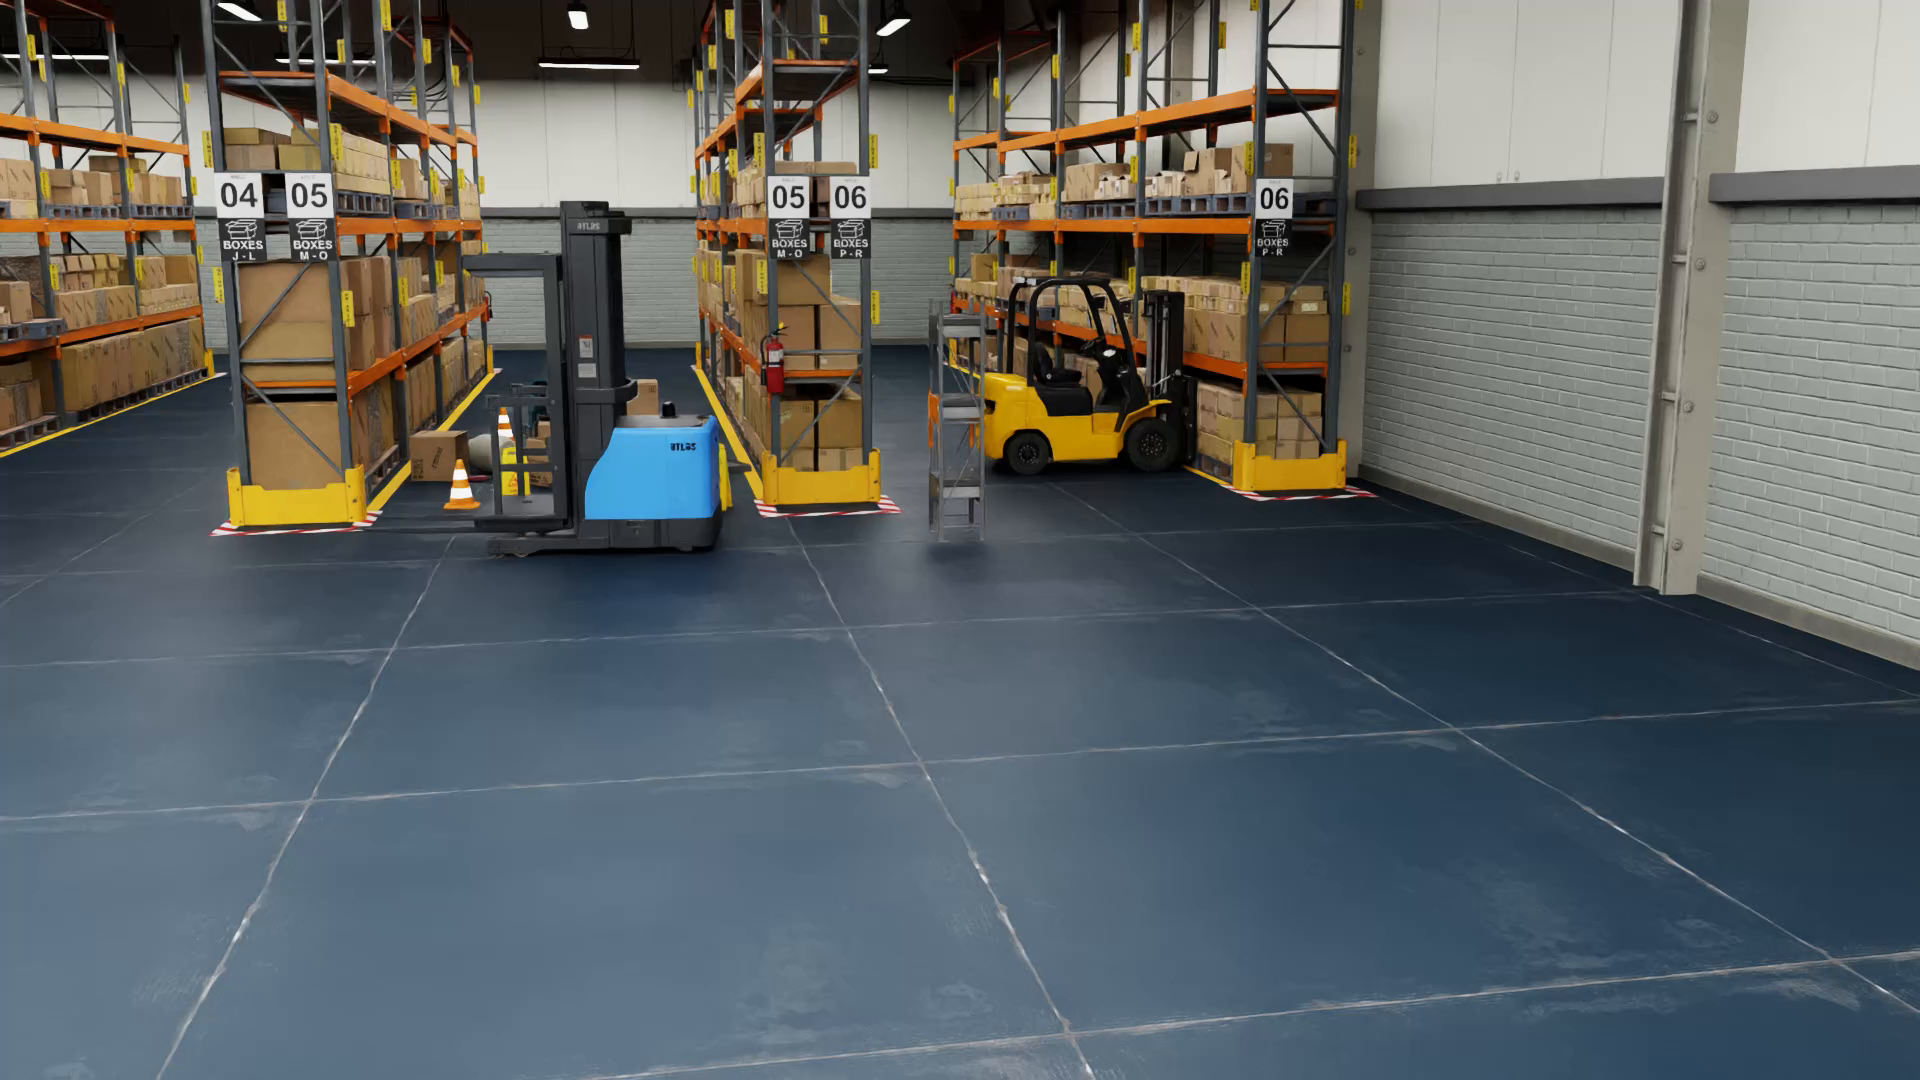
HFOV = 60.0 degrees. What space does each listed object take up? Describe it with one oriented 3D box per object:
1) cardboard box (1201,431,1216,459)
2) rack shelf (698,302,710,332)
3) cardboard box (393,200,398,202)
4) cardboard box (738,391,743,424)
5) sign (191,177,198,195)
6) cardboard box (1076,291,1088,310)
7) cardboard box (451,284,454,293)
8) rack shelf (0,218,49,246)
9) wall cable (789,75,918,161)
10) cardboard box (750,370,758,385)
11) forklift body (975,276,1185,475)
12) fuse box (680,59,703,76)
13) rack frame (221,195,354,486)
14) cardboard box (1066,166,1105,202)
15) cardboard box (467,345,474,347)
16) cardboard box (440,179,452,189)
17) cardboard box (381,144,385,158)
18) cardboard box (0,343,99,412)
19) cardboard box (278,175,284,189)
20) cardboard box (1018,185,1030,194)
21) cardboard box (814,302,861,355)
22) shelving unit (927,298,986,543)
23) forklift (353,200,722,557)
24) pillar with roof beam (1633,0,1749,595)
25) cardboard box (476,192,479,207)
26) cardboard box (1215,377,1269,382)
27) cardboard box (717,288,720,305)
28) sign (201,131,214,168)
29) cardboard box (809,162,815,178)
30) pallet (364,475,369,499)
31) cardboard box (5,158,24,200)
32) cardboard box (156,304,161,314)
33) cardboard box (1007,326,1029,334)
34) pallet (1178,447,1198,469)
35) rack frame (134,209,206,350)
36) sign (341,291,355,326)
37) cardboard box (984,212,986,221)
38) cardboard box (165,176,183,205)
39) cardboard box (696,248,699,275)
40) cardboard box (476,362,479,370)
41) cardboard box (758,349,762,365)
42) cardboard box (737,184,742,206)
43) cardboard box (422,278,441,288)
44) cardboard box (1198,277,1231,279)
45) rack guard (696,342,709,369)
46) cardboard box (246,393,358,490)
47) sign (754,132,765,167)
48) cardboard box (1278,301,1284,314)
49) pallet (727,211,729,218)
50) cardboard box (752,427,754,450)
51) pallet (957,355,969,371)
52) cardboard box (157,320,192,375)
[{"bbox_3d":[2.999,-1.061,18.479,0.500,0.250,0.500,-2,11,-11],"label":"cardboard box"},{"bbox_3d":[-4.103,-4.072,29.994,1.077,0.370,4.000,-2,11,-11],"label":"rack shelf"},{"bbox_3d":[-8.133,-4.745,23.314,0.500,0.500,0.500,-2,11,-11],"label":"cardboard box"},{"bbox_3d":[-2.406,-1.735,21.694,0.950,0.372,0.625,-1,11,-7],"label":"cardboard box"},{"bbox_3d":[-13.678,-6.319,29.695,0.100,0.325,0.005,-2,11,-11],"label":"sign"},{"bbox_3d":[1.959,-3.400,23.600,0.500,0.250,0.500,-2,11,-12],"label":"cardboard box"},{"bbox_3d":[-8.227,-3.975,26.313,0.380,0.149,0.250,-2,11,-11],"label":"cardboard box"},{"bbox_3d":[-12.268,-3.718,20.111,1.077,0.370,4.000,-2,11,-11],"label":"rack shelf"},{"bbox_3d":[-2.397,-8.912,37.354,2.988,3.039,0.133,-2,11,-11],"label":"wall cable"},{"bbox_3d":[-2.186,-1.848,18.872,0.380,0.149,0.250,-1,11,-8],"label":"cardboard box"},{"bbox_3d":[1.329,-1.904,18.946,2.313,2.155,1.214,-2,11,-11],"label":"forklift body"},{"bbox_3d":[-5.855,-10.331,36.349,0.513,0.334,0.176,-2,11,-11],"label":"fuse box"},{"bbox_3d":[-6.216,-1.660,15.393,1.000,3.000,0.127,-2,11,-11],"label":"rack frame"},{"bbox_3d":[1.834,-5.143,24.014,0.500,0.500,0.500,-2,11,-11],"label":"cardboard box"},{"bbox_3d":[-8.693,-3.317,29.010,0.380,0.149,0.250,-2,11,-11],"label":"cardboard box"},{"bbox_3d":[-8.369,-5.764,26.933,0.380,0.149,0.250,-2,11,-12],"label":"cardboard box"},{"bbox_3d":[-6.562,-4.289,18.332,0.380,0.149,0.250,-2,11,-11],"label":"cardboard box"},{"bbox_3d":[-12.771,-2.255,23.080,1.225,0.875,0.875,-3,11,-14],"label":"cardboard box"},{"bbox_3d":[-6.761,-3.453,16.077,0.380,0.149,0.250,-2,11,-10],"label":"cardboard box"},{"bbox_3d":[1.139,-5.641,26.774,0.380,0.149,0.250,-2,11,-11],"label":"cardboard box"},{"bbox_3d":[-1.201,-2.150,16.909,0.500,0.500,0.500,-2,11,-12],"label":"cardboard box"},{"bbox_3d":[-0.032,-1.062,14.660,0.431,2.100,0.503,-2,11,-11],"label":"shelving unit"},{"bbox_3d":[-3.623,-1.396,14.193,3.031,2.935,1.130,-1,11,-4],"label":"forklift"},{"bbox_3d":[1.180,-3.890,11.066,9.100,9.000,0.400,-2,11,-11],"label":"pillar with roof beam"},{"bbox_3d":[-8.989,-6.164,30.102,0.500,0.250,0.500,-2,11,-13],"label":"cardboard box"},{"bbox_3d":[3.299,-1.759,19.472,0.500,0.250,0.500,-2,11,-12],"label":"cardboard box"},{"bbox_3d":[-3.383,-3.671,25.024,0.500,0.250,0.500,-2,11,-12],"label":"cardboard box"},{"bbox_3d":[-6.751,-3.512,14.947,0.100,0.325,0.005,-2,11,-11],"label":"sign"},{"bbox_3d":[-1.314,-3.718,16.726,0.380,0.149,0.250,-2,11,-11],"label":"cardboard box"},{"bbox_3d":[-6.449,-0.433,16.409,1.003,0.211,1.213,-2,11,-11],"label":"pallet"},{"bbox_3d":[-12.209,-4.561,21.011,0.500,0.500,0.500,-2,11,-11],"label":"cardboard box"},{"bbox_3d":[-13.322,-3.786,27.238,0.380,0.149,0.250,-2,11,-13],"label":"cardboard box"},{"bbox_3d":[1.022,-3.610,28.673,0.380,0.149,0.250,-2,11,-12],"label":"cardboard box"},{"bbox_3d":[3.064,-1.032,19.551,1.003,0.211,1.213,-2,11,-11],"label":"pallet"},{"bbox_3d":[-14.213,-4.432,29.961,1.000,3.000,0.127,-2,11,-11],"label":"rack frame"},{"bbox_3d":[-5.671,-2.143,15.405,0.100,0.325,0.005,-2,11,-11],"label":"sign"},{"bbox_3d":[0.639,-5.835,29.982,0.380,0.149,0.250,-2,11,-9],"label":"cardboard box"},{"bbox_3d":[-14.059,-6.117,29.131,0.700,0.500,0.500,-3,11,-14],"label":"cardboard box"},{"bbox_3d":[-4.678,-5.234,31.234,0.500,0.500,0.500,-2,11,-12],"label":"cardboard box"},{"bbox_3d":[-8.700,-3.076,29.335,0.380,0.149,0.250,-2,11,-10],"label":"cardboard box"},{"bbox_3d":[-1.930,-1.932,17.496,0.380,0.149,0.250,-2,11,-10],"label":"cardboard box"},{"bbox_3d":[-2.341,-4.047,19.520,0.500,0.250,0.500,-2,11,-12],"label":"cardboard box"},{"bbox_3d":[-7.876,-3.786,24.524,0.380,0.149,0.250,-2,11,-8],"label":"cardboard box"},{"bbox_3d":[3.141,-3.144,20.393,0.380,0.149,0.250,-2,11,-12],"label":"cardboard box"},{"bbox_3d":[-4.497,-3.569,32.111,1.175,0.500,0.348,-2,11,-11],"label":"rack guard"},{"bbox_3d":[-6.413,-0.944,16.193,0.875,0.875,0.875,-2,11,-11],"label":"cardboard box"},{"bbox_3d":[-1.929,-3.750,15.986,0.100,0.325,0.005,-2,11,-11],"label":"sign"},{"bbox_3d":[3.566,-2.522,17.920,0.380,0.149,0.250,-2,11,-11],"label":"cardboard box"},{"bbox_3d":[-3.488,-5.272,26.863,0.805,0.209,1.217,-3,11,-13],"label":"pallet"},{"bbox_3d":[-2.088,-1.135,18.865,0.500,0.250,0.500,-2,11,-12],"label":"cardboard box"},{"bbox_3d":[0.546,-3.444,32.225,1.003,0.211,1.213,-2,11,-11],"label":"pallet"},{"bbox_3d":[-13.833,-3.313,28.642,0.875,0.875,0.875,-2,11,-11],"label":"cardboard box"}]
